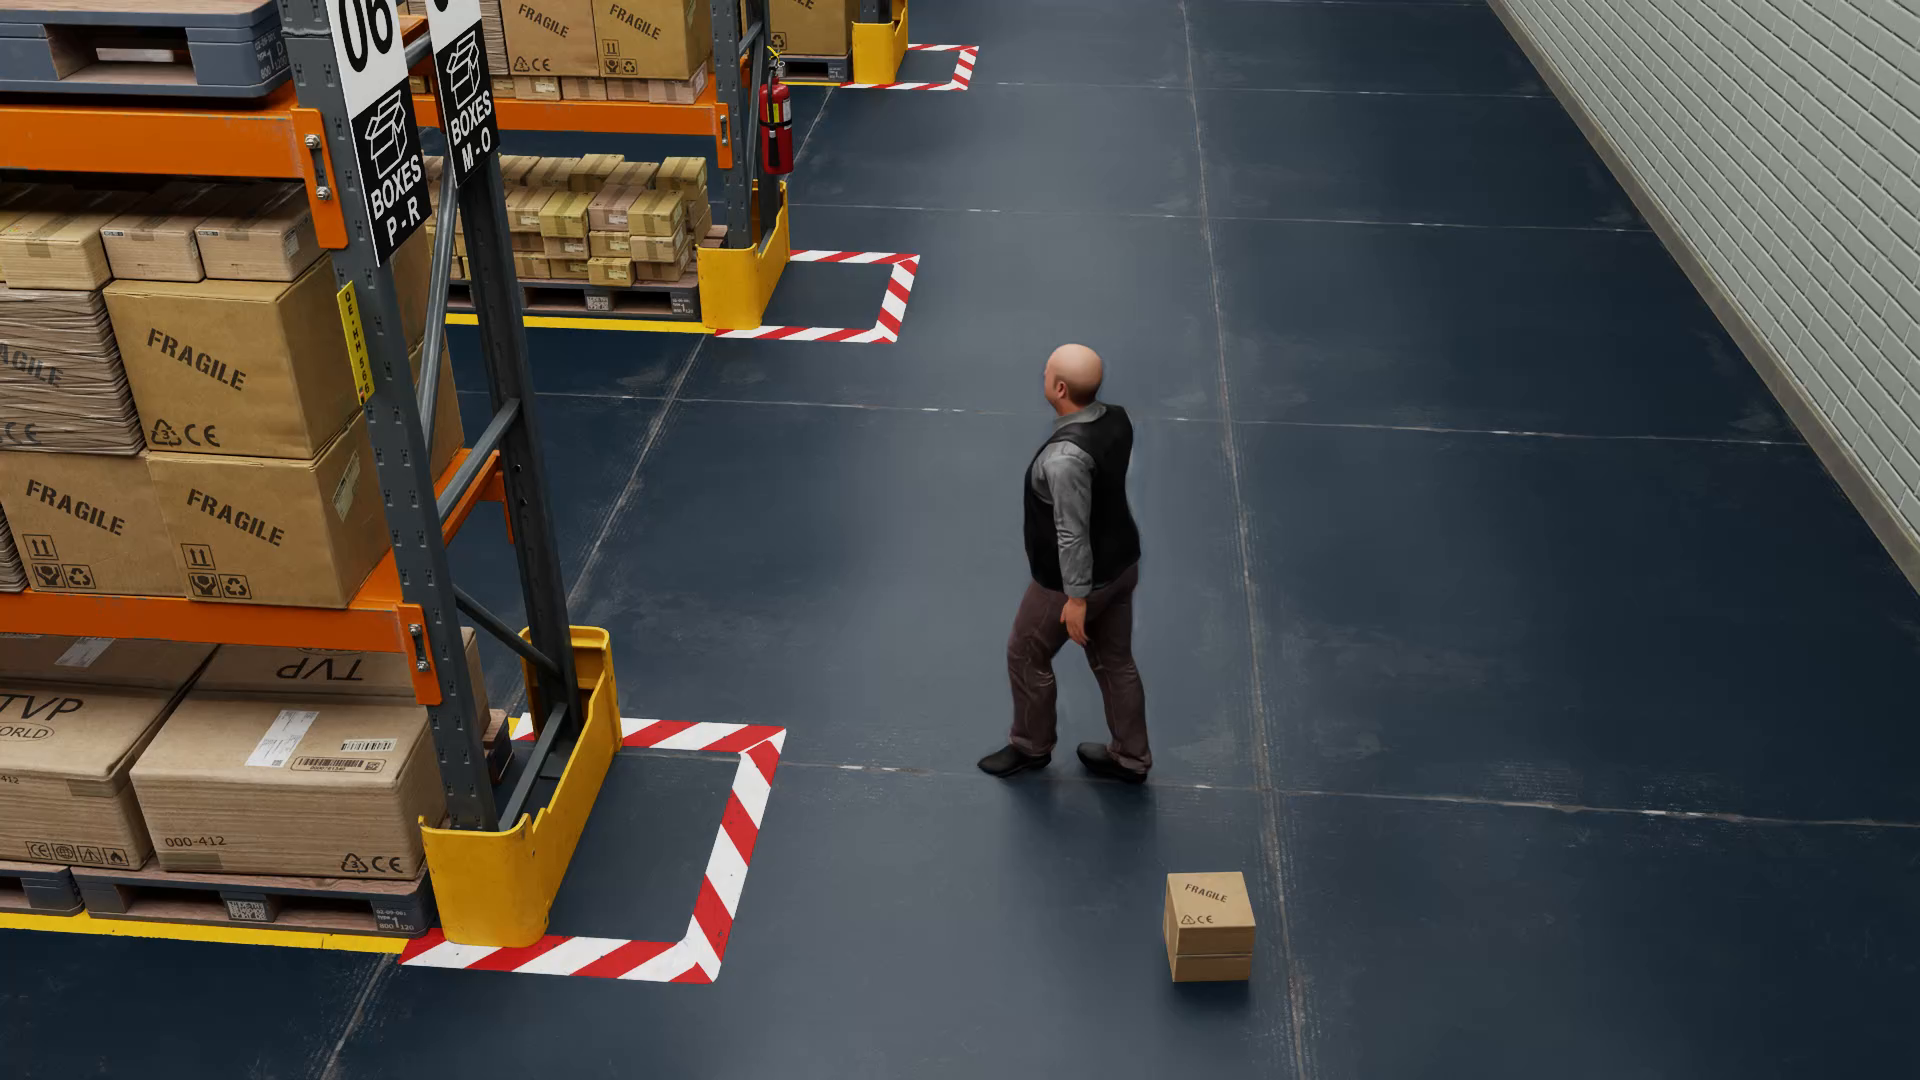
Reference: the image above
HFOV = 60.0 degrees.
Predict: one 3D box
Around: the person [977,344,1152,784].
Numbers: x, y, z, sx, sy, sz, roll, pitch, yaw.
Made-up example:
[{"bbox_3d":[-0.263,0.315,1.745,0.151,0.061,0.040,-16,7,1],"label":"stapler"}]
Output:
[{"bbox_3d":[0.457,0.135,5.969,0.633,1.758,0.556,20,37,29],"label":"person"}]
